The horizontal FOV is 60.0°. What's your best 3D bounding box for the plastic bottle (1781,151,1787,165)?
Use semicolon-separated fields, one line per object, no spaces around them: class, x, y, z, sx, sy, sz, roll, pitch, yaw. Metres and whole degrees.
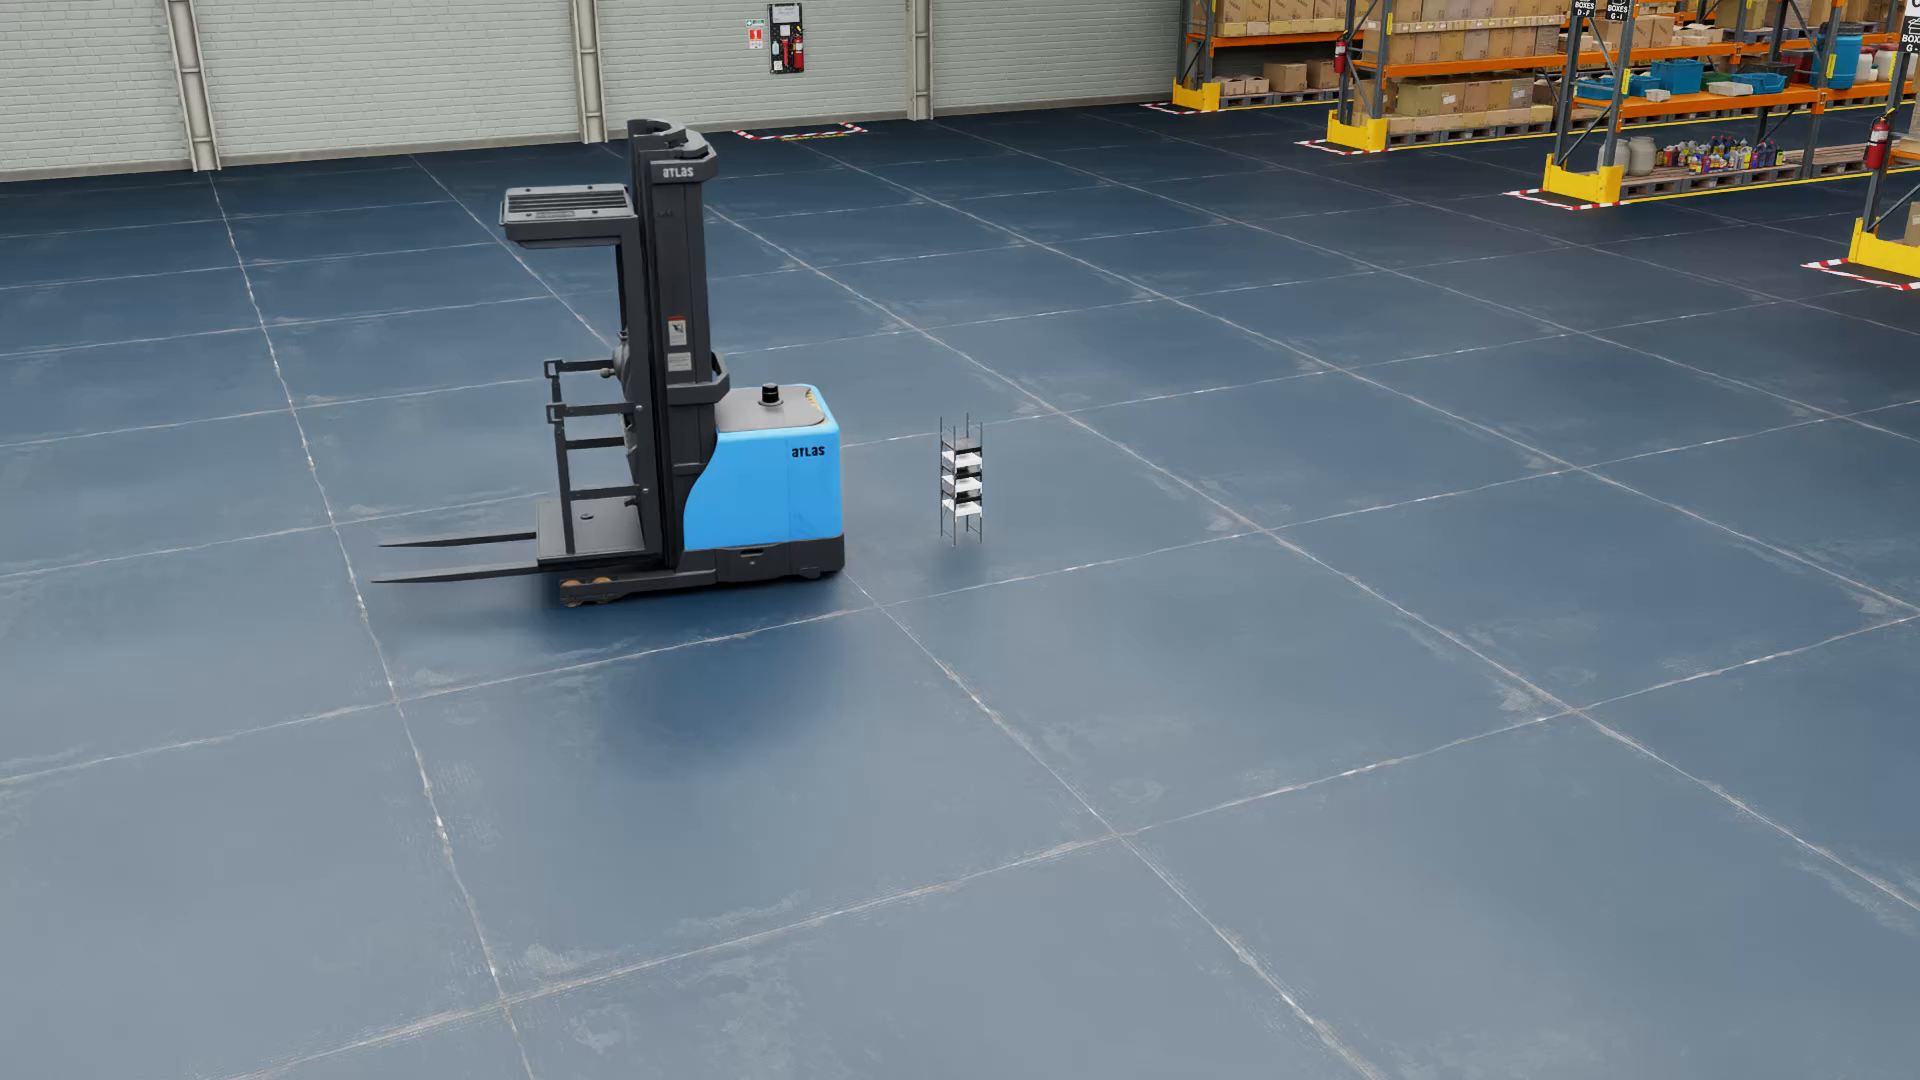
plastic bottle;12.131;-5.635;24.526;0.097;0.201;0.097;0;22;0

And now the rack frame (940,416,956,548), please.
rack frame;-0.084;-0.400;11.540;0.006;0.900;0.240;-10;25;-24

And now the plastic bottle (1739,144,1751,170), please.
plastic bottle;11.404;-5.580;24.198;0.185;0.351;0.144;-11;25;-24

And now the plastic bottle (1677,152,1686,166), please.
plastic bottle;10.618;-5.611;24.466;0.097;0.201;0.097;0;22;0

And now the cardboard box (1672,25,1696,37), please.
cardboard box;12.892;-9.141;30.028;0.500;0.311;0.500;-11;25;-24

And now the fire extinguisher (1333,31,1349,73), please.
fire extinguisher;6.266;-8.042;27.356;0.183;0.674;0.296;-10;25;-24

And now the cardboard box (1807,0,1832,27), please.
cardboard box;15.821;-9.853;30.952;0.500;0.500;0.700;-18;29;-37

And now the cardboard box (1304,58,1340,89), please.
cardboard box;7.108;-9.169;32.672;0.500;0.500;0.500;-12;26;-28

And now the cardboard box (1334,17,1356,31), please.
cardboard box;7.278;-9.984;32.118;0.500;0.250;0.500;-10;25;-23

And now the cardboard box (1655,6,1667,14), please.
cardboard box;14.836;-11.323;35.486;0.250;0.149;0.380;-10;24;-23

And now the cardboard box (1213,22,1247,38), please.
cardboard box;4.999;-9.555;31.081;0.500;0.250;0.500;-11;25;-25

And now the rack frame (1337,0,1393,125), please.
rack frame;6.574;-7.937;27.002;0.127;3.000;1.000;-10;25;-24

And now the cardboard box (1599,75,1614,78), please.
cardboard box;11.790;-8.202;29.954;0.500;0.311;0.500;-11;25;-24

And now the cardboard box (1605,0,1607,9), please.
cardboard box;13.568;-11.410;34.847;0.500;0.500;0.500;-10;24;-22

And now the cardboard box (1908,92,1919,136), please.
cardboard box;11.374;-4.788;18.875;0.500;0.500;0.875;-10;25;-24

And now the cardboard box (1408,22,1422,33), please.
cardboard box;7.257;-8.318;26.945;0.250;0.149;0.380;-11;25;-25

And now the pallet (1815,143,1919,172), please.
pallet;14.114;-5.952;25.852;1.213;0.211;1.003;-10;25;-24

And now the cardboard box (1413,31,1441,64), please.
cardboard box;7.471;-8.145;27.374;0.500;0.500;0.700;-10;24;-22

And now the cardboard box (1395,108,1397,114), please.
cardboard box;7.374;-7.138;28.119;0.500;0.250;0.500;-10;25;-24

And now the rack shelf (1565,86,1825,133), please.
rack shelf;10.521;-6.229;23.816;4.000;0.370;1.077;-10;25;-24

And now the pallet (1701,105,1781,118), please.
pallet;14.471;-8.086;31.009;1.213;0.211;1.003;-10;25;-24

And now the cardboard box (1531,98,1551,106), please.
cardboard box;10.426;-7.693;29.458;0.500;0.250;0.500;-11;25;-24

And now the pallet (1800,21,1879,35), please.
pallet;16.619;-9.744;31.618;1.213;0.211;1.003;-10;25;-24

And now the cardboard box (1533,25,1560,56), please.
cardboard box;9.781;-8.571;28.403;0.500;0.500;0.700;-11;25;-25

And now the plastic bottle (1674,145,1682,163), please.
plastic bottle;10.547;-5.685;24.548;0.135;0.276;0.152;-11;25;-25

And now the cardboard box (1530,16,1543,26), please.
cardboard box;9.567;-8.743;27.970;0.250;0.149;0.380;-11;25;-25

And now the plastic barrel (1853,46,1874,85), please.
plastic barrel;13.280;-7.039;24.654;0.433;0.535;0.433;0;22;0

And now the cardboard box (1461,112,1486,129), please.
cardboard box;8.506;-7.121;28.077;0.500;0.250;0.500;-10;25;-24

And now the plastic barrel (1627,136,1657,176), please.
plastic barrel;9.730;-5.492;23.800;0.421;0.512;0.421;0;22;0

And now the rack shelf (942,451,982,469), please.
rack shelf;0.007;-0.553;11.525;0.200;0.077;0.258;-10;25;-24

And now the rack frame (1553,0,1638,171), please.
rack frame;8.719;-6.229;22.877;0.127;3.000;1.000;-10;25;-24

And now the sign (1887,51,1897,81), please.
sign;10.644;-5.398;18.941;0.005;0.325;0.100;-10;25;-24

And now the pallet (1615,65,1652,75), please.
pallet;14.572;-10.192;36.095;1.213;0.211;1.003;-10;25;-24

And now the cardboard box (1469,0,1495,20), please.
cardboard box;8.424;-8.920;27.551;0.500;0.500;0.700;-10;25;-24

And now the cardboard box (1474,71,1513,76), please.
cardboard box;9.177;-7.816;28.775;0.500;0.500;0.500;-10;25;-24

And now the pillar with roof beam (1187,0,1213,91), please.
pillar with roof beam;6.544;-11.346;27.394;0.400;9.000;9.100;-10;25;-24

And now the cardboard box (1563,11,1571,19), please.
cardboard box;12.534;-10.892;34.444;0.250;0.149;0.380;-10;24;-22

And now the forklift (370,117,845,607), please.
forklift;-2.344;-1.148;10.690;3.031;2.935;1.130;-5;23;-13

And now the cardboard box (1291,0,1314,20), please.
cardboard box;6.360;-10.157;31.556;0.500;0.500;0.500;-10;24;-22

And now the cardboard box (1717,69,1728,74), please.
cardboard box;14.523;-8.548;31.172;0.500;0.500;0.500;-9;24;-22

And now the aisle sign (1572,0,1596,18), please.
aisle sign;8.525;-7.521;22.598;0.004;0.787;0.394;-10;25;-24

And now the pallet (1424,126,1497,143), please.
pallet;8.342;-6.991;28.362;1.213;0.211;1.003;-10;25;-24

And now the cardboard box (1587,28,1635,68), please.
cardboard box;13.906;-10.534;35.537;0.750;0.750;0.750;-10;24;-22

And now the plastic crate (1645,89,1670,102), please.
plastic crate;9.664;-6.145;23.018;0.250;0.136;0.298;-10;25;-24

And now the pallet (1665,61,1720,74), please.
pallet;15.954;-10.445;36.706;1.213;0.211;1.003;-10;25;-24

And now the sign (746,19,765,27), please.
sign;-3.507;-8.868;28.513;0.331;0.109;0.001;-10;25;-24

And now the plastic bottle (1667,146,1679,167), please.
plastic bottle;10.469;-5.629;24.403;0.133;0.283;0.061;-10;25;-24

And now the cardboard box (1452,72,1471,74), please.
cardboard box;10.054;-9.744;34.060;0.500;0.500;0.700;-11;25;-24

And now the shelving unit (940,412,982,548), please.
shelving unit;0.007;-0.417;11.581;0.210;0.900;0.258;-10;25;-24

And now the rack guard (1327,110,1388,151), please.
rack guard;6.552;-6.778;27.470;0.348;0.500;1.175;-10;25;-24

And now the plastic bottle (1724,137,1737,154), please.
plastic bottle;11.478;-5.831;24.804;0.185;0.351;0.144;-10;25;-24

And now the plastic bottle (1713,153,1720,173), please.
plastic bottle;10.886;-5.439;23.959;0.097;0.271;0.097;0;22;0

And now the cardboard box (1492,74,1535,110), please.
cardboard box;9.399;-7.639;28.349;0.500;0.500;0.500;-10;25;-24

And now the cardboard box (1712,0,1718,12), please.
cardboard box;16.390;-11.976;36.368;0.700;0.700;0.980;-11;25;-25

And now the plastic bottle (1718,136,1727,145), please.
plastic bottle;11.415;-5.881;24.924;0.185;0.351;0.144;-10;24;-22

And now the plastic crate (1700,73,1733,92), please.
plastic crate;10.977;-6.667;24.211;0.662;0.188;0.450;-10;25;-24

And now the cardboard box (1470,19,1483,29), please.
cardboard box;8.406;-8.528;27.452;0.250;0.149;0.380;-10;25;-23
